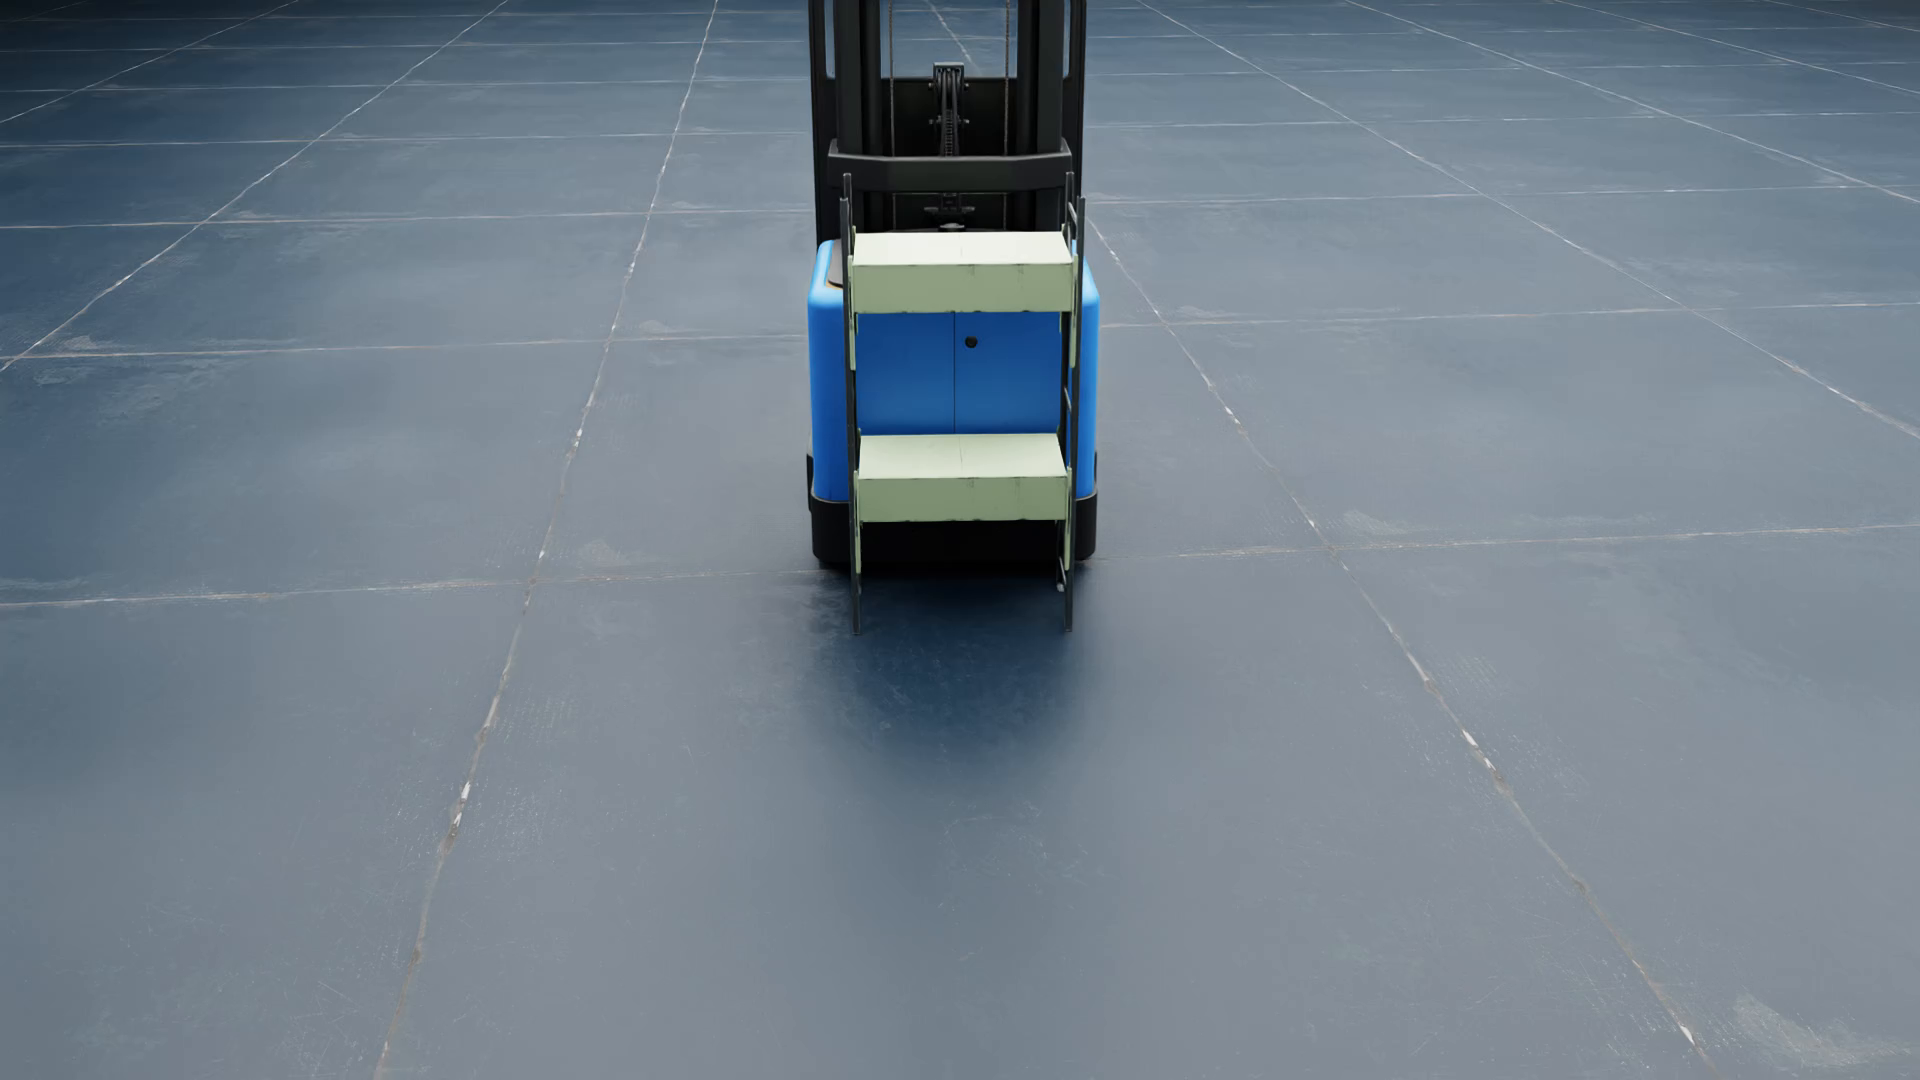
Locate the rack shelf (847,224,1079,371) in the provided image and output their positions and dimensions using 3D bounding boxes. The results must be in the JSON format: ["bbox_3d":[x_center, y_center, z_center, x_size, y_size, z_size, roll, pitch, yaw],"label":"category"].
[{"bbox_3d":[0.003,-0.799,5.432,0.720,0.370,0.431,-1,24,-2],"label":"rack shelf"}]

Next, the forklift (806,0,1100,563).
[{"bbox_3d":[-0.056,-1.808,6.902,1.130,2.935,3.031,-1,24,-1],"label":"forklift"}]

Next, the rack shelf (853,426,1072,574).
[{"bbox_3d":[0.003,-0.144,5.723,0.720,0.370,0.431,-1,24,-2],"label":"rack shelf"}]

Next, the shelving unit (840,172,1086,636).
[{"bbox_3d":[0.003,-0.442,5.591,0.755,1.500,0.431,-1,24,-2],"label":"shelving unit"}]

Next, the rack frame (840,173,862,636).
[{"bbox_3d":[-0.363,-0.437,5.579,0.023,1.500,0.400,-1,24,-2],"label":"rack frame"}]

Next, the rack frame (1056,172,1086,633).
[{"bbox_3d":[0.369,-0.447,5.602,0.023,1.500,0.400,-1,24,-2],"label":"rack frame"}]
